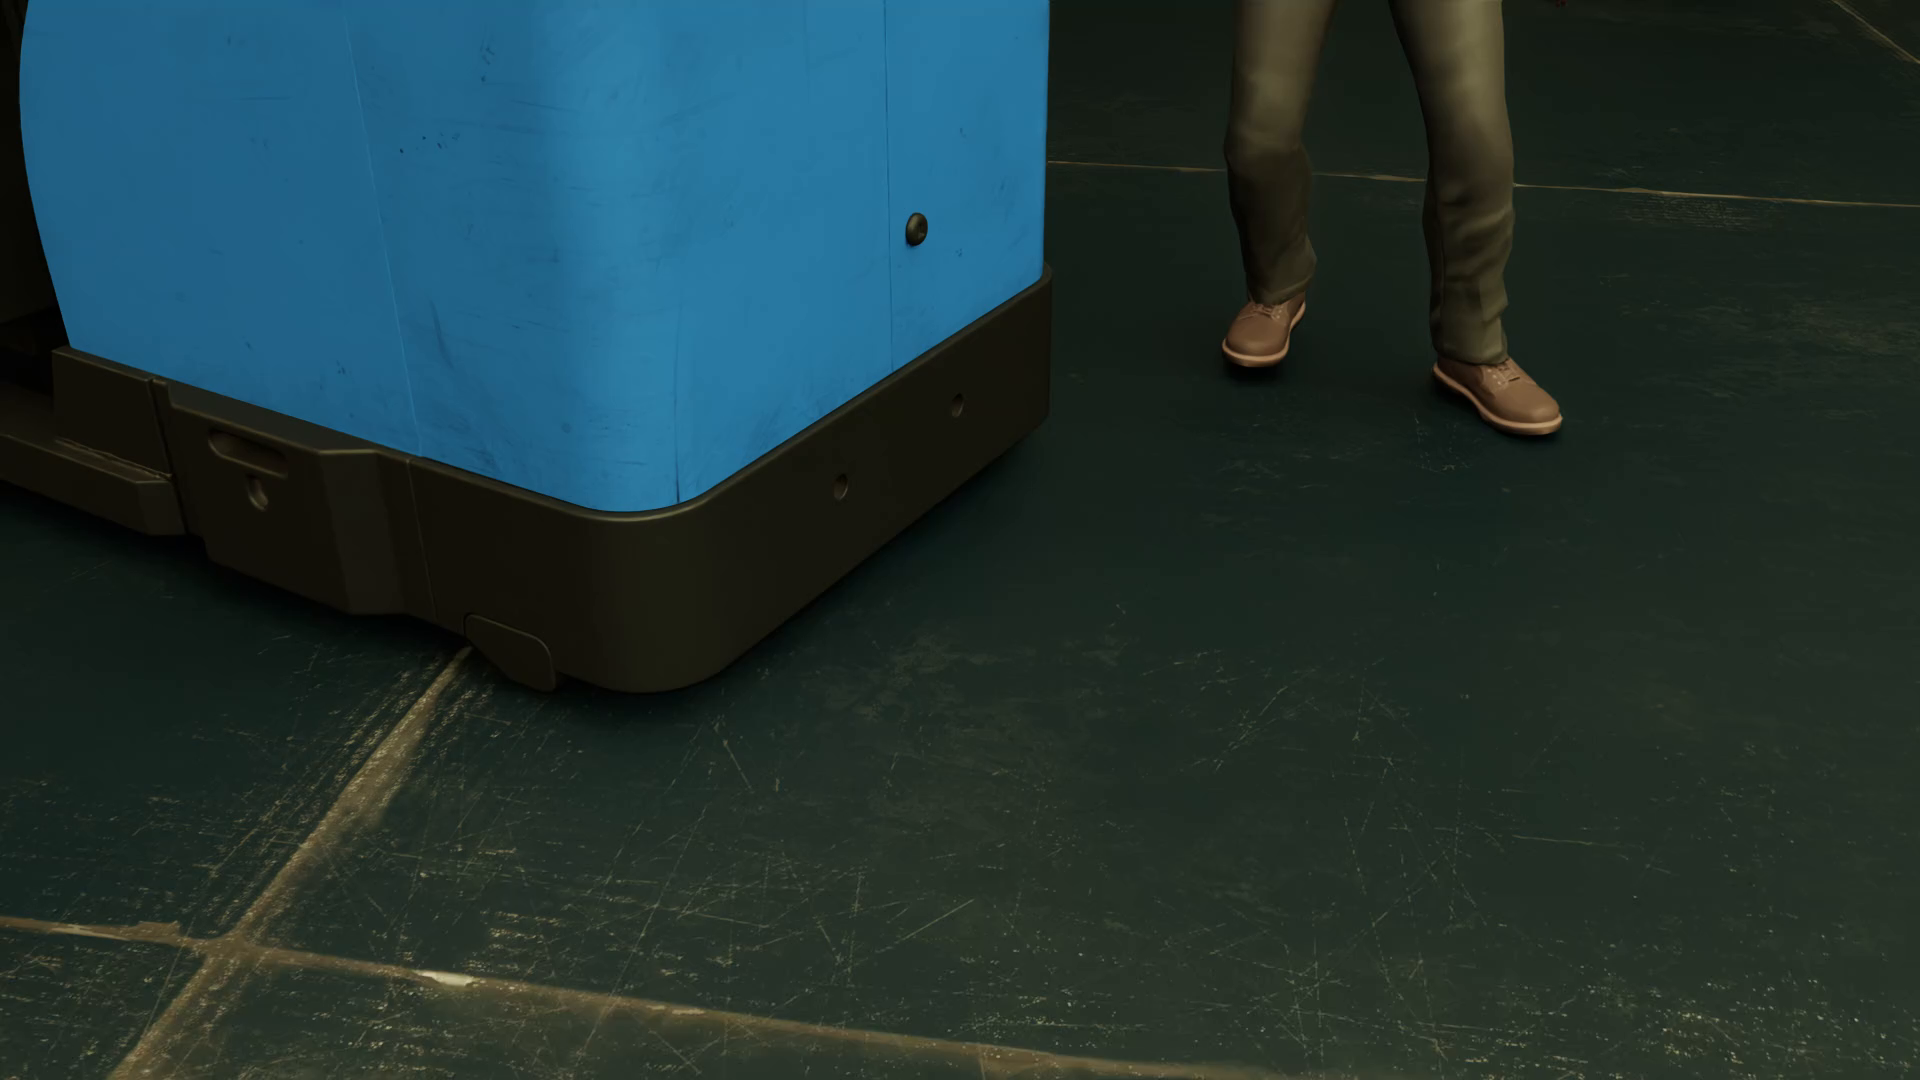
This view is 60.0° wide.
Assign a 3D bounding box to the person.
[{"bbox_3d":[0.689,-1.009,2.648,0.788,1.621,0.372,10,31,17],"label":"person"}]

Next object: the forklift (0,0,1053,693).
[{"bbox_3d":[-1.386,-1.605,2.373,3.031,2.935,1.130,16,33,26],"label":"forklift"}]
